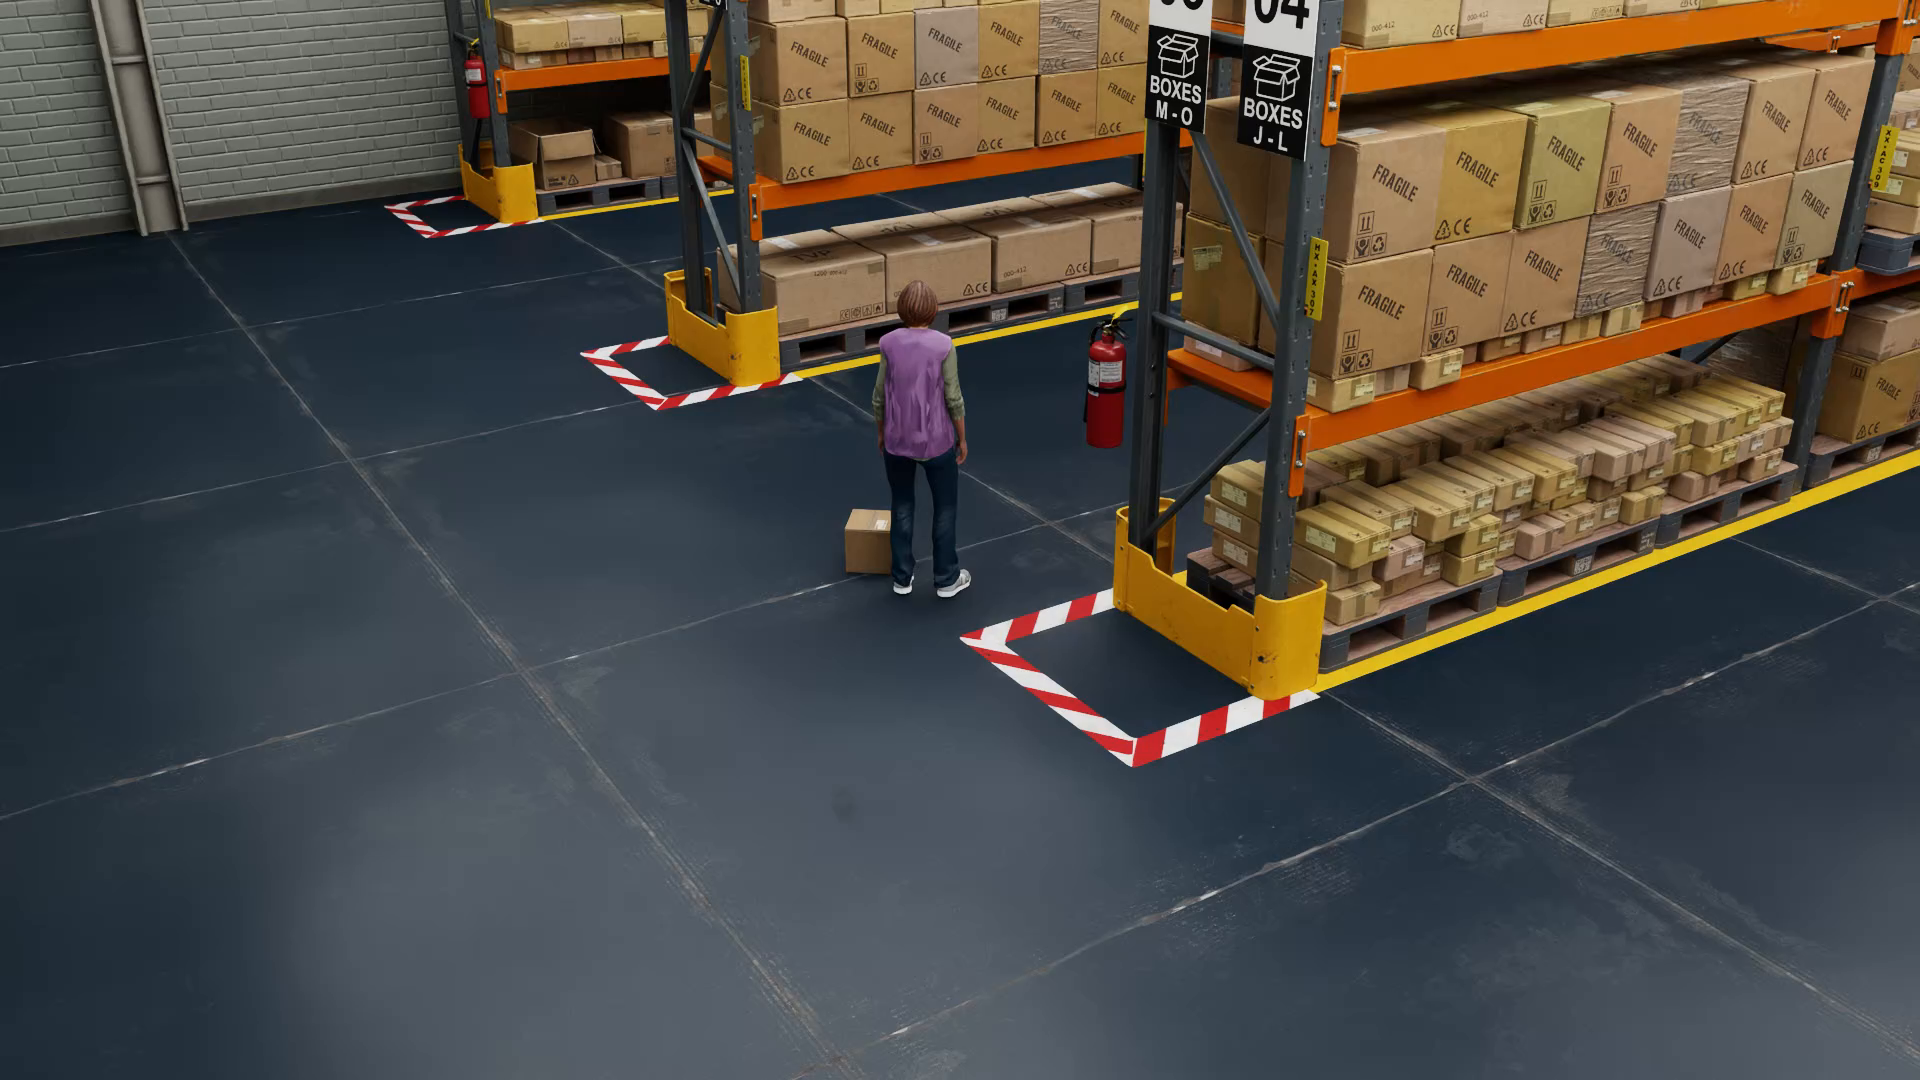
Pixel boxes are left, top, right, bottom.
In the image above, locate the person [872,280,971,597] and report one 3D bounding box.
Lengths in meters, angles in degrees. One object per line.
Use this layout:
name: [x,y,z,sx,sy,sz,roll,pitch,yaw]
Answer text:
person: [-0.195,-0.470,8.110,0.460,1.592,0.344,6,26,12]
